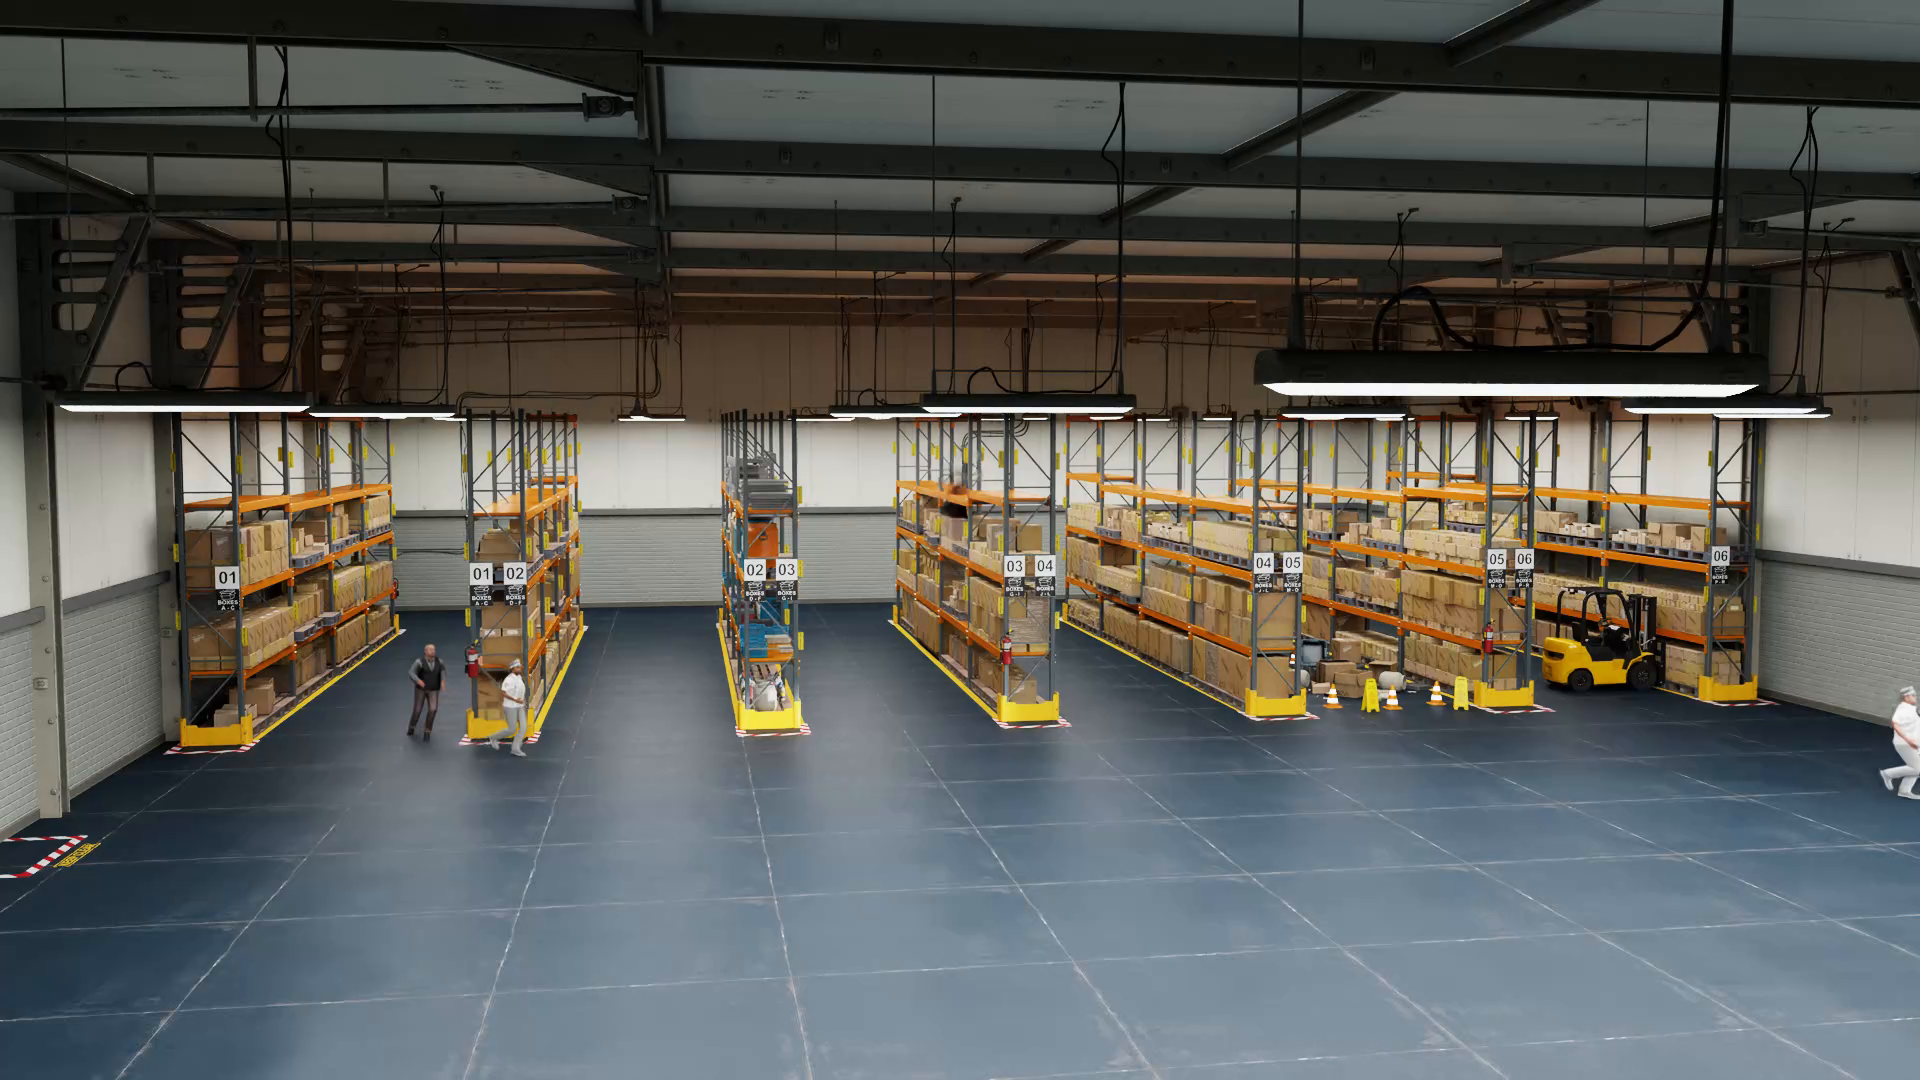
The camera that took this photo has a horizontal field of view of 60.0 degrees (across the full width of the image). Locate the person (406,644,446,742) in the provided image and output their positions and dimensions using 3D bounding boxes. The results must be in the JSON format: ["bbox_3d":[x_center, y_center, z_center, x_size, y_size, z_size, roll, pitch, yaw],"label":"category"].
[{"bbox_3d":[-9.685,2.771,30.279,0.727,1.747,0.757,-2,5,-28],"label":"person"}]

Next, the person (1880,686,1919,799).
[{"bbox_3d":[14.454,3.087,25.435,0.599,1.742,0.670,3,5,35],"label":"person"}]

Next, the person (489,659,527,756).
[{"bbox_3d":[-7.788,2.895,28.844,0.688,1.671,0.581,1,4,18],"label":"person"}]

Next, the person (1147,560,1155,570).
[{"bbox_3d":[5.860,1.423,50.323,0.740,1.638,0.612,-1,4,-7],"label":"person"}]
